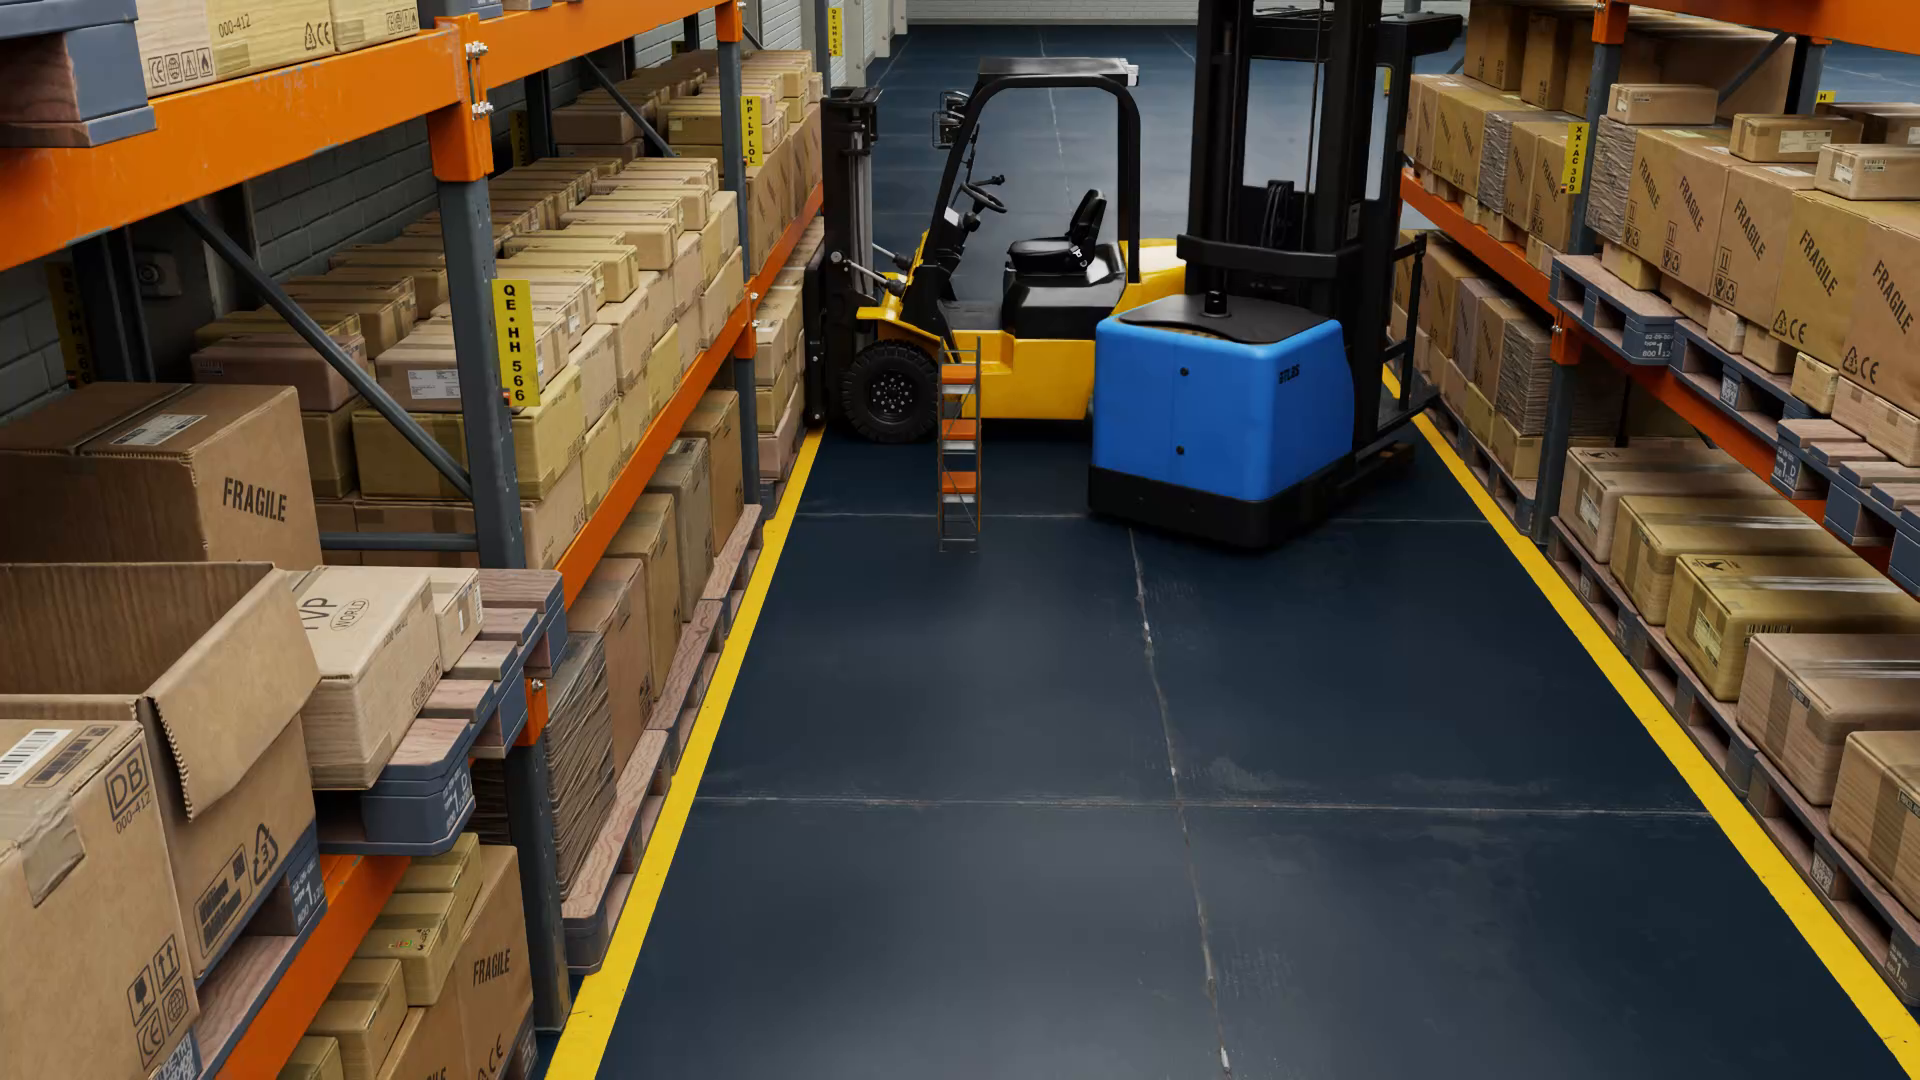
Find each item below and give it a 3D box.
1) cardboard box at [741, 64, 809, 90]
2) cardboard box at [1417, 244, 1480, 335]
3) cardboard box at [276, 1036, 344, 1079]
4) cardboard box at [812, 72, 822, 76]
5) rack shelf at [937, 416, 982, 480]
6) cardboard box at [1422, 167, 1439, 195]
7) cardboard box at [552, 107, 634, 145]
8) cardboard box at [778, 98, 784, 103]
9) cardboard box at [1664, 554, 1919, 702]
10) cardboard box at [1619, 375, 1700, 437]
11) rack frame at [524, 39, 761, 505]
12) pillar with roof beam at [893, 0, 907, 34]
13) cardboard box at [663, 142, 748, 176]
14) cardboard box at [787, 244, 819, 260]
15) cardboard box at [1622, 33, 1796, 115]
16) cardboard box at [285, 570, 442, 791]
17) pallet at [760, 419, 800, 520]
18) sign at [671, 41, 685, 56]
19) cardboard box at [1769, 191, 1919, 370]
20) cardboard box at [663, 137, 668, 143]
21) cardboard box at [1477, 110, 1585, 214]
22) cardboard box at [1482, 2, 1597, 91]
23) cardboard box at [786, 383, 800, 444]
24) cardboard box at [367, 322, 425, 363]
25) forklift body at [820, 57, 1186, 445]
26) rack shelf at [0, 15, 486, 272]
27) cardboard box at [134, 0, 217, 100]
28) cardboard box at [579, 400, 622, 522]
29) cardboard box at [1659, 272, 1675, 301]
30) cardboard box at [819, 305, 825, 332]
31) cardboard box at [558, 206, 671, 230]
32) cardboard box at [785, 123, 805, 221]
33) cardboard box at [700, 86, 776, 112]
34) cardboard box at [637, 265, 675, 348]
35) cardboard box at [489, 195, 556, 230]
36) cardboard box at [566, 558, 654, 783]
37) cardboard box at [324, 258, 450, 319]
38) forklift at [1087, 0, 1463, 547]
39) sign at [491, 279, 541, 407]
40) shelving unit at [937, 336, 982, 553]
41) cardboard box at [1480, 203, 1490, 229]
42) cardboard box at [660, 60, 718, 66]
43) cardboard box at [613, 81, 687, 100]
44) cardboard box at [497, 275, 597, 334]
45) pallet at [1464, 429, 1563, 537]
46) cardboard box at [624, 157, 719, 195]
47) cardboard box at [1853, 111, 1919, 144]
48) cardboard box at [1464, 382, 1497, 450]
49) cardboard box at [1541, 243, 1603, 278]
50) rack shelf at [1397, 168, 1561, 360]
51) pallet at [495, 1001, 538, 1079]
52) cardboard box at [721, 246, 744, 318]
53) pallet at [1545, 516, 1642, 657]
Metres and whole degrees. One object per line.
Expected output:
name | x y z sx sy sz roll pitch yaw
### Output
cardboard box | -1.147 -2.869 10.331 0.380 0.149 0.250 1 21 3
cardboard box | 3.238 -1.606 10.706 0.500 0.500 0.500 0 21 0
cardboard box | -1.499 1.147 3.404 0.380 0.149 0.250 1 21 3
cardboard box | -1.141 -3.103 11.345 0.380 0.149 0.250 1 21 2
rack shelf | -0.002 -0.460 8.293 0.215 0.259 0.240 1 21 2
cardboard box | 3.197 -2.314 10.693 0.380 0.149 0.250 1 21 2
cardboard box | -1.825 -2.043 8.201 0.380 0.149 0.250 1 21 2
cardboard box | -1.254 -2.550 9.919 0.380 0.149 0.250 0 21 1
cardboard box | 3.378 0.347 6.539 0.950 0.372 0.625 1 21 3
cardboard box | 3.717 -0.857 8.774 0.500 0.500 0.500 2 21 4
rack frame | -1.532 -1.436 8.084 1.000 3.000 0.127 1 21 2
pillar with roof beam | 2.883 -16.237 37.936 9.100 9.000 0.400 1 21 2
cardboard box | -1.260 -1.898 8.238 0.380 0.149 0.250 0 21 1
cardboard box | -1.128 -1.725 10.667 0.500 0.250 0.500 1 21 2
cardboard box | 3.659 -2.191 8.098 0.700 0.500 0.500 0 21 1
cardboard box | -1.363 0.269 3.315 0.500 0.250 0.500 0 21 -1
pallet | -1.466 -0.423 9.328 1.003 0.211 1.213 1 21 2
sign | -1.965 -3.331 11.662 0.100 0.325 0.005 1 21 2
cardboard box | 3.062 -0.855 5.455 0.500 0.500 0.500 -1 21 -2
cardboard box | -1.720 -2.274 9.208 0.380 0.149 0.250 1 21 3
cardboard box | 3.214 -2.106 9.259 0.500 0.500 0.500 1 21 3
cardboard box | 3.730 -3.111 10.468 0.700 0.500 0.500 1 21 2
cardboard box | -1.187 -0.705 9.420 0.500 0.250 0.500 0 21 0
cardboard box | -1.904 -0.504 5.196 0.500 0.250 0.500 1 21 2
forklift body | 0.355 -1.781 10.146 2.313 2.155 1.214 1 21 2
rack shelf | -1.715 -0.330 2.080 1.077 0.370 4.000 1 21 2
cardboard box | -1.457 -0.768 2.421 0.500 0.250 0.500 1 21 2
cardboard box | -1.376 -0.260 5.259 0.500 0.250 0.500 0 21 0
cardboard box | 3.148 -1.072 6.911 0.380 0.149 0.250 2 21 5
cardboard box | -1.134 -1.482 10.731 0.500 0.250 0.500 0 21 0
cardboard box | -1.330 -1.197 6.432 0.380 0.149 0.250 1 21 2
cardboard box | -1.208 -2.194 9.898 0.500 0.500 0.500 1 21 2
cardboard box | -1.218 -2.410 9.147 0.380 0.149 0.250 0 21 1
cardboard box | -1.356 -0.866 6.130 0.500 0.250 0.500 1 21 2
cardboard box | -1.847 -1.292 6.676 0.380 0.149 0.250 1 21 2
cardboard box | -1.609 0.460 5.900 0.875 0.625 0.625 1 21 3
cardboard box | -1.858 -0.831 5.488 0.380 0.149 0.250 1 21 1
forklift | 1.961 -1.798 9.110 1.130 2.935 3.031 15 26 34
sign | -1.111 -0.490 4.155 0.100 0.325 0.005 1 21 2
shelving unit | -0.002 -0.470 8.289 0.215 1.050 0.252 1 21 2
cardboard box | 3.199 -1.845 9.485 0.380 0.149 0.250 0 21 1
cardboard box | -1.693 -2.972 10.596 0.380 0.149 0.250 1 21 2
cardboard box | -1.754 -2.505 9.393 0.380 0.149 0.250 0 21 1
cardboard box | -1.366 -0.735 5.243 0.380 0.149 0.250 1 21 2
pallet | 3.414 -0.326 9.078 1.003 0.211 1.213 1 21 2
cardboard box | -1.321 -1.659 7.624 0.380 0.149 0.250 1 21 3
cardboard box | 3.648 -1.548 6.346 0.380 0.149 0.250 0 21 -1
cardboard box | 3.185 -0.706 9.423 0.500 0.250 0.500 0 21 0
cardboard box | 3.134 -1.385 8.300 0.380 0.149 0.250 0 21 1
rack shelf | 3.490 -1.771 9.940 1.077 0.370 4.000 1 21 2
pallet | -1.715 1.580 4.166 1.003 0.211 1.213 1 21 2
cardboard box | -1.286 -1.181 7.634 0.500 0.250 0.500 1 21 3
pallet | 3.407 0.199 7.725 1.003 0.211 1.213 1 21 2
